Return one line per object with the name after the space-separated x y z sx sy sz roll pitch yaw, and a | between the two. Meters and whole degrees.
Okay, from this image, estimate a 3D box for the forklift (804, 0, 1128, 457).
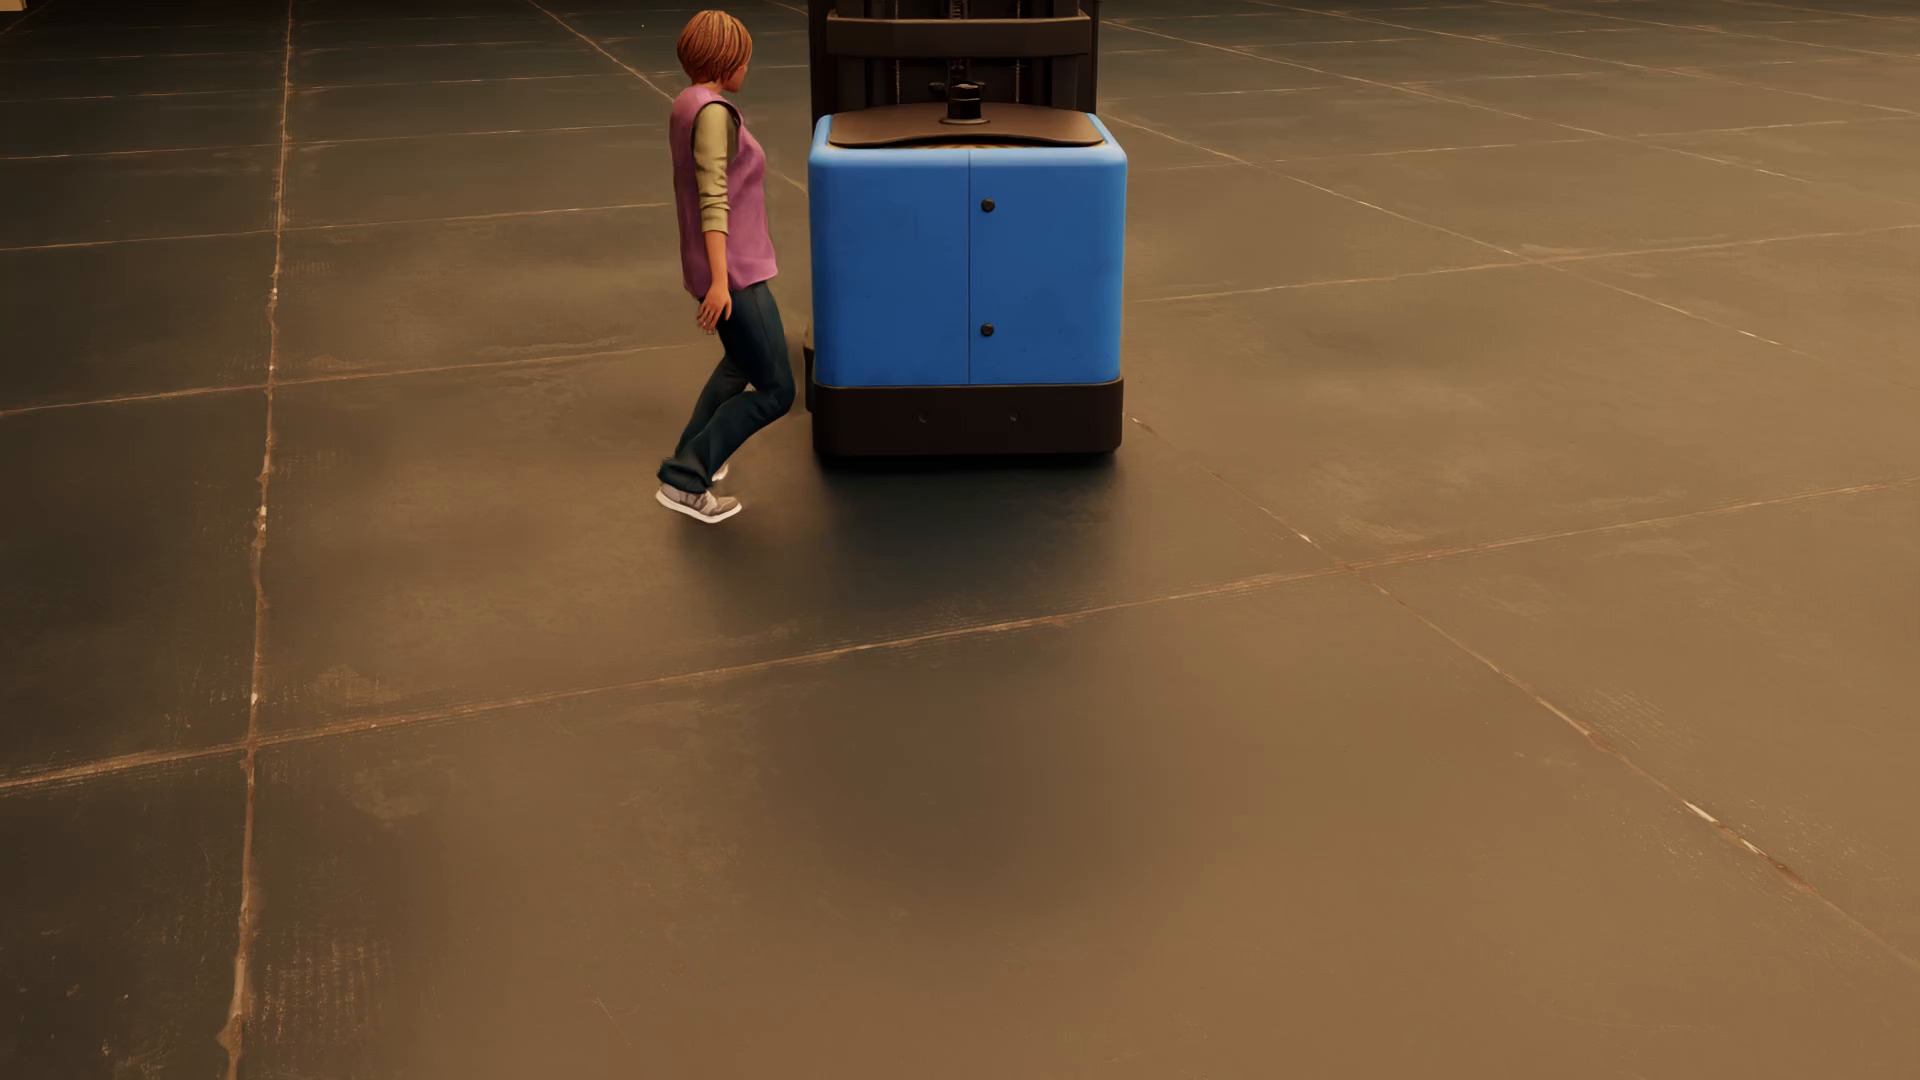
-0.035 -2.157 6.426 1.130 2.935 3.031 -1 23 -2 | forklift

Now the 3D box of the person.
-0.755 -0.787 5.023 0.446 1.509 0.745 -6 24 -15 | person
